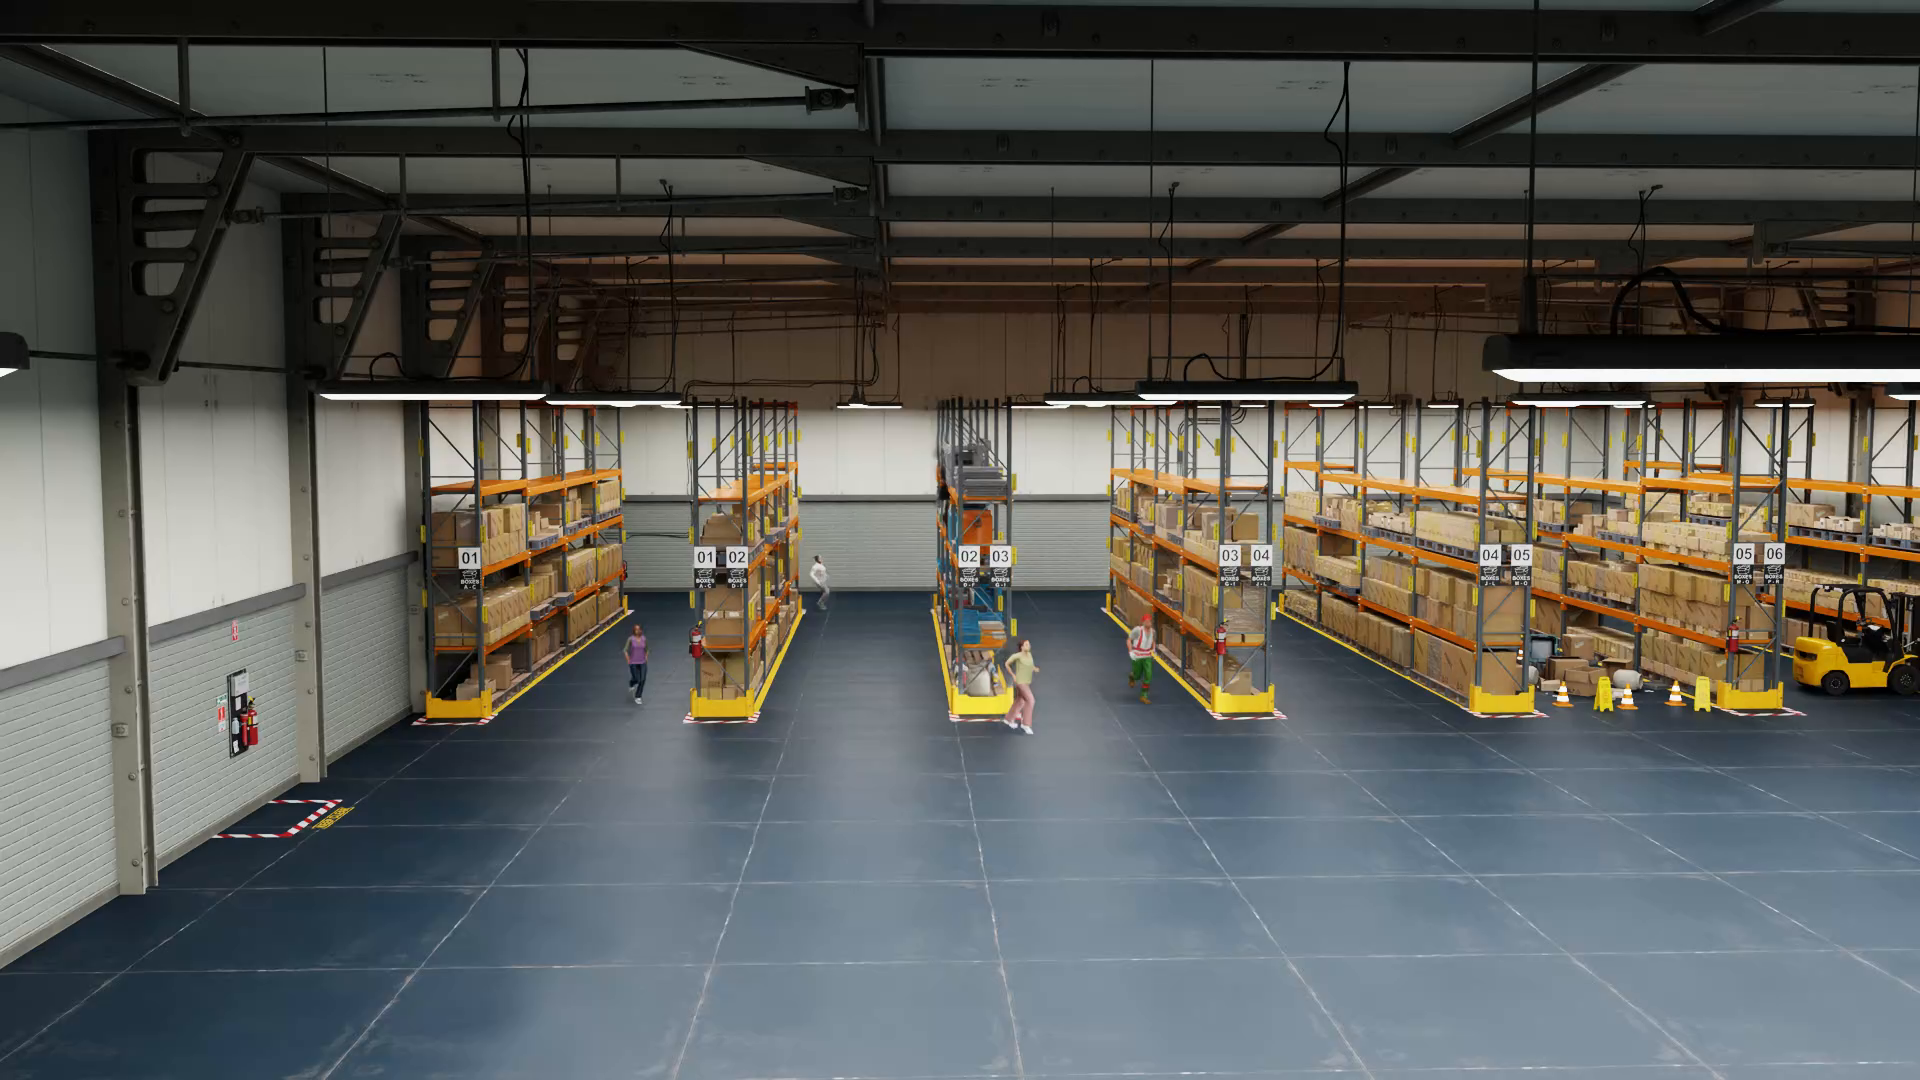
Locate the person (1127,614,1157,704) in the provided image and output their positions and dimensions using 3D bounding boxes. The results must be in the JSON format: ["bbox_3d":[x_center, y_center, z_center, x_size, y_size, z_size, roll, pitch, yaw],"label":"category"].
[{"bbox_3d":[3.595,2.324,32.986,0.662,1.759,0.895,-2,5,-19],"label":"person"}]

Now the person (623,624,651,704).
[{"bbox_3d":[-6.341,2.431,32.711,0.538,1.553,0.548,-2,5,-24],"label":"person"}]

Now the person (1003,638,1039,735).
[{"bbox_3d":[1.089,2.602,29.722,0.737,1.723,0.559,3,5,36],"label":"person"}]

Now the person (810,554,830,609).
[{"bbox_3d":[-3.975,1.210,47.963,0.511,1.635,0.671,2,5,23],"label":"person"}]
